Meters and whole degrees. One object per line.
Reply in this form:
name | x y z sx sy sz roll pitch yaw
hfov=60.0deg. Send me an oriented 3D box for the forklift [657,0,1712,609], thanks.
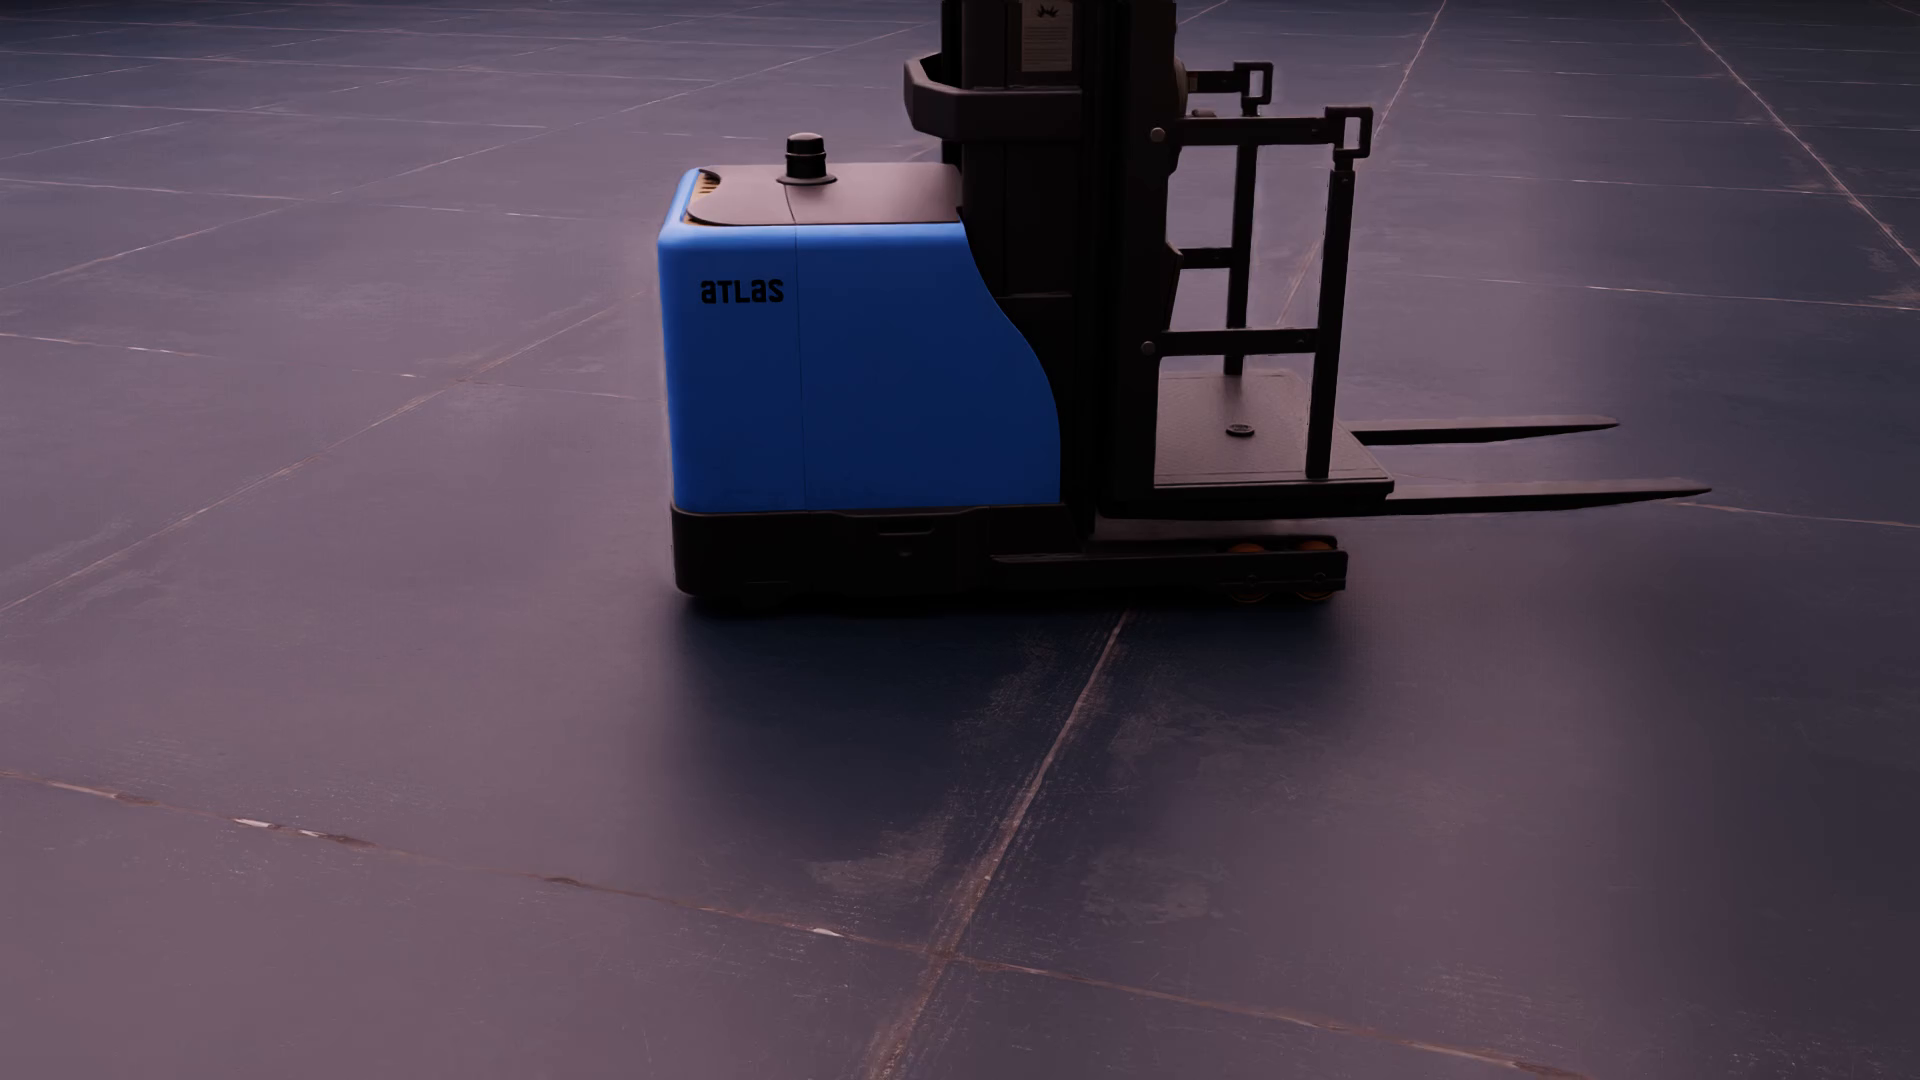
forklift | 0.681 -1.377 4.614 3.031 2.935 1.130 -2 23 -4
